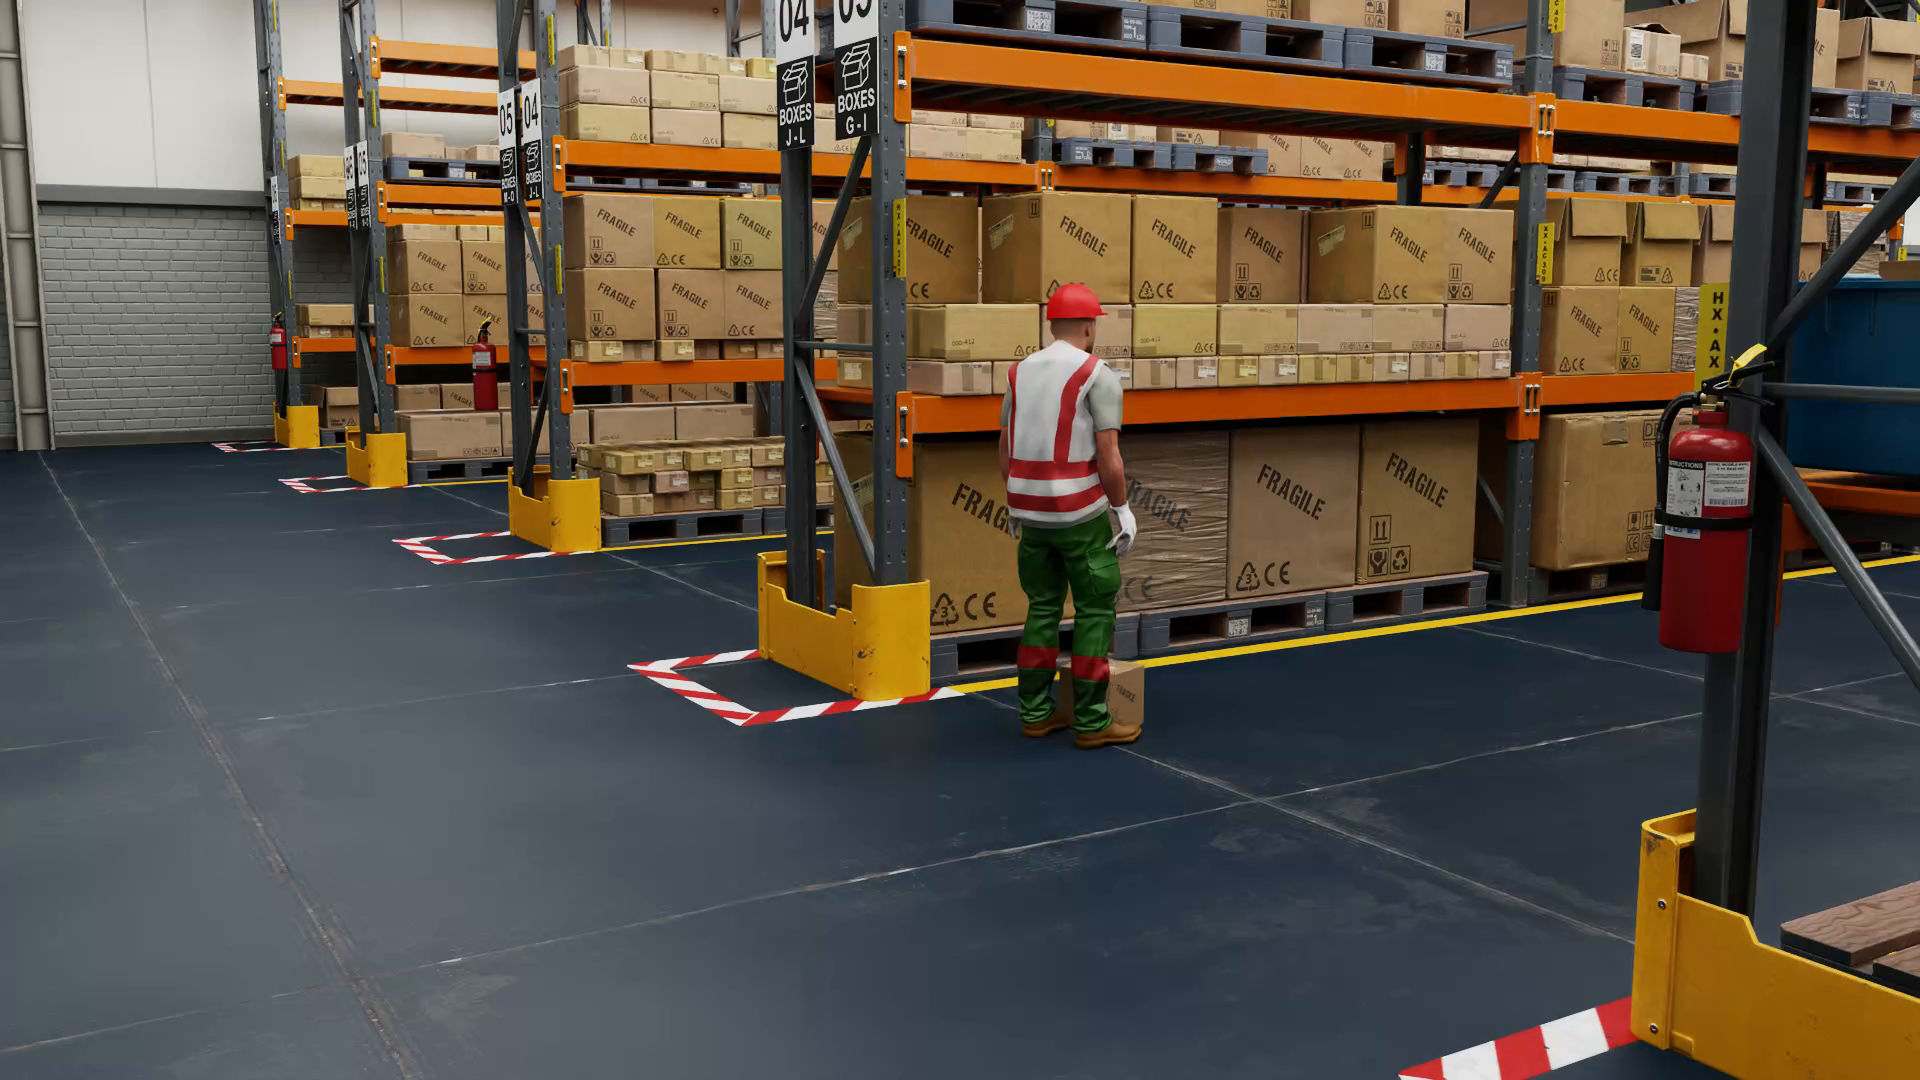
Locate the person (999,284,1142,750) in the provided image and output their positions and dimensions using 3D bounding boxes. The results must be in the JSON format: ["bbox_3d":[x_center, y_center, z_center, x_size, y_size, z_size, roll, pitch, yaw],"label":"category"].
[{"bbox_3d":[0.420,-0.101,6.482,0.592,1.778,0.447,7,11,41],"label":"person"}]
